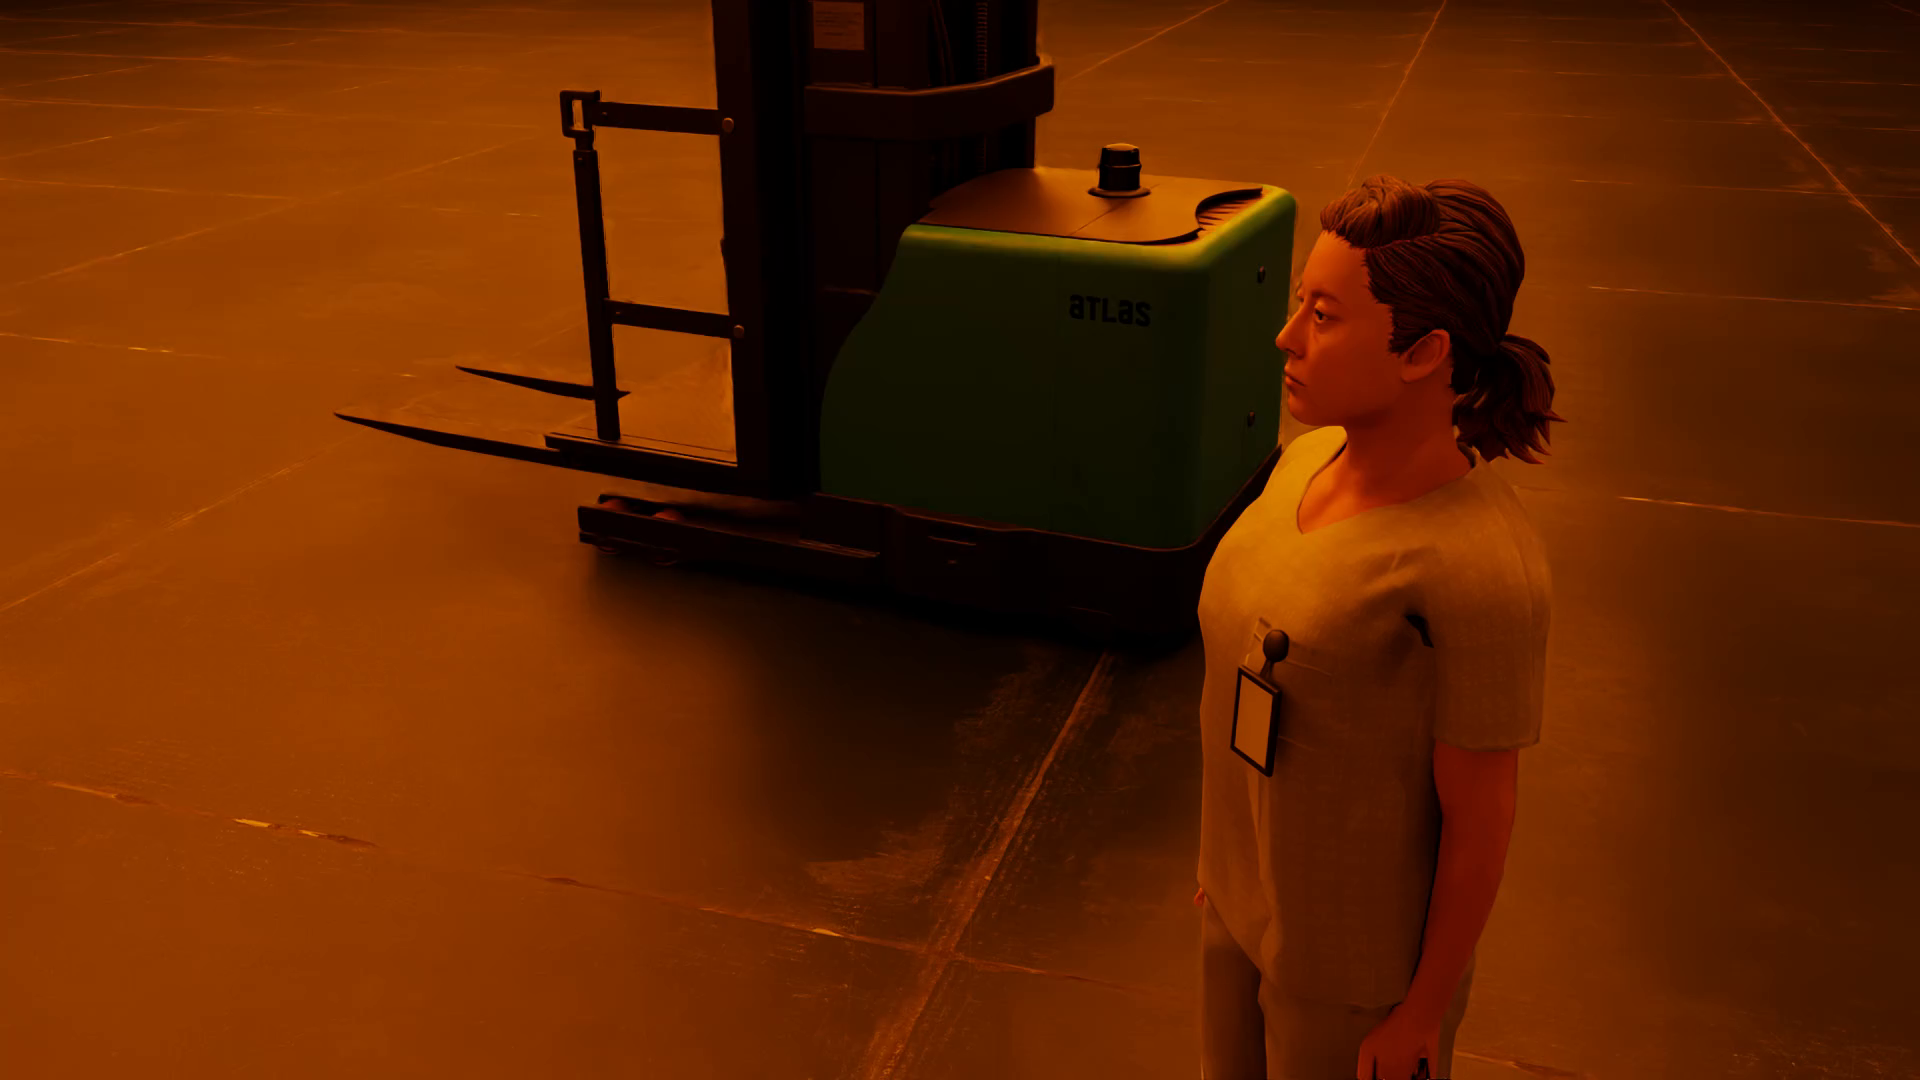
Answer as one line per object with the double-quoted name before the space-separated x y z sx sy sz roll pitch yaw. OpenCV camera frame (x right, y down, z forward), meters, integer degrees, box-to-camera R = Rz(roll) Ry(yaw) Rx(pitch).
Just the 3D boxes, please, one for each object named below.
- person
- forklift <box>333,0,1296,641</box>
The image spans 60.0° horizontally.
"person" 0.404 0.437 1.872 0.355 1.673 0.437 -7 23 -16
"forklift" -0.586 -1.449 4.790 3.031 2.935 1.130 10 24 23
